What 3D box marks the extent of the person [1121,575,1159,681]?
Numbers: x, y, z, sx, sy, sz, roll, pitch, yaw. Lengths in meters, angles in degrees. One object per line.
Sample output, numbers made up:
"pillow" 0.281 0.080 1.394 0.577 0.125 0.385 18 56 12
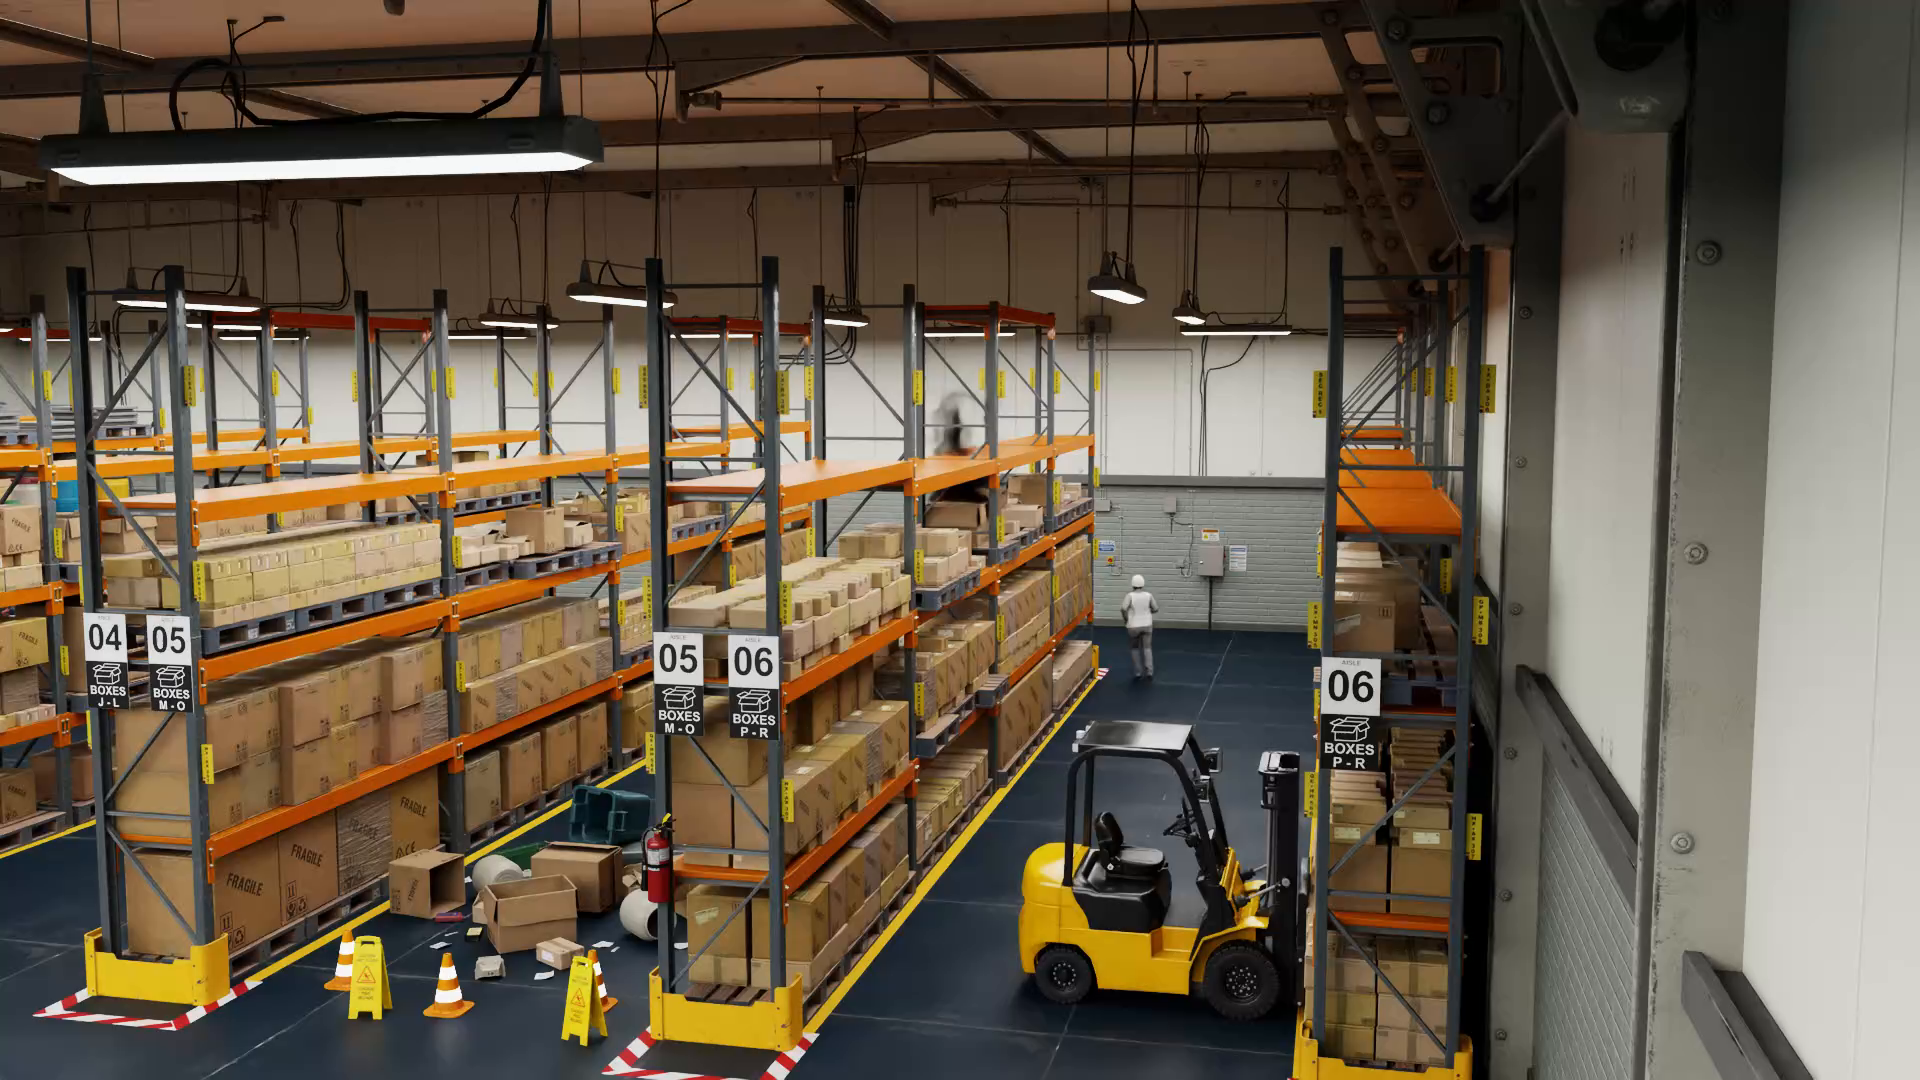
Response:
"person" 2.978 1.473 27.716 0.665 1.794 0.843 0 6 -3
